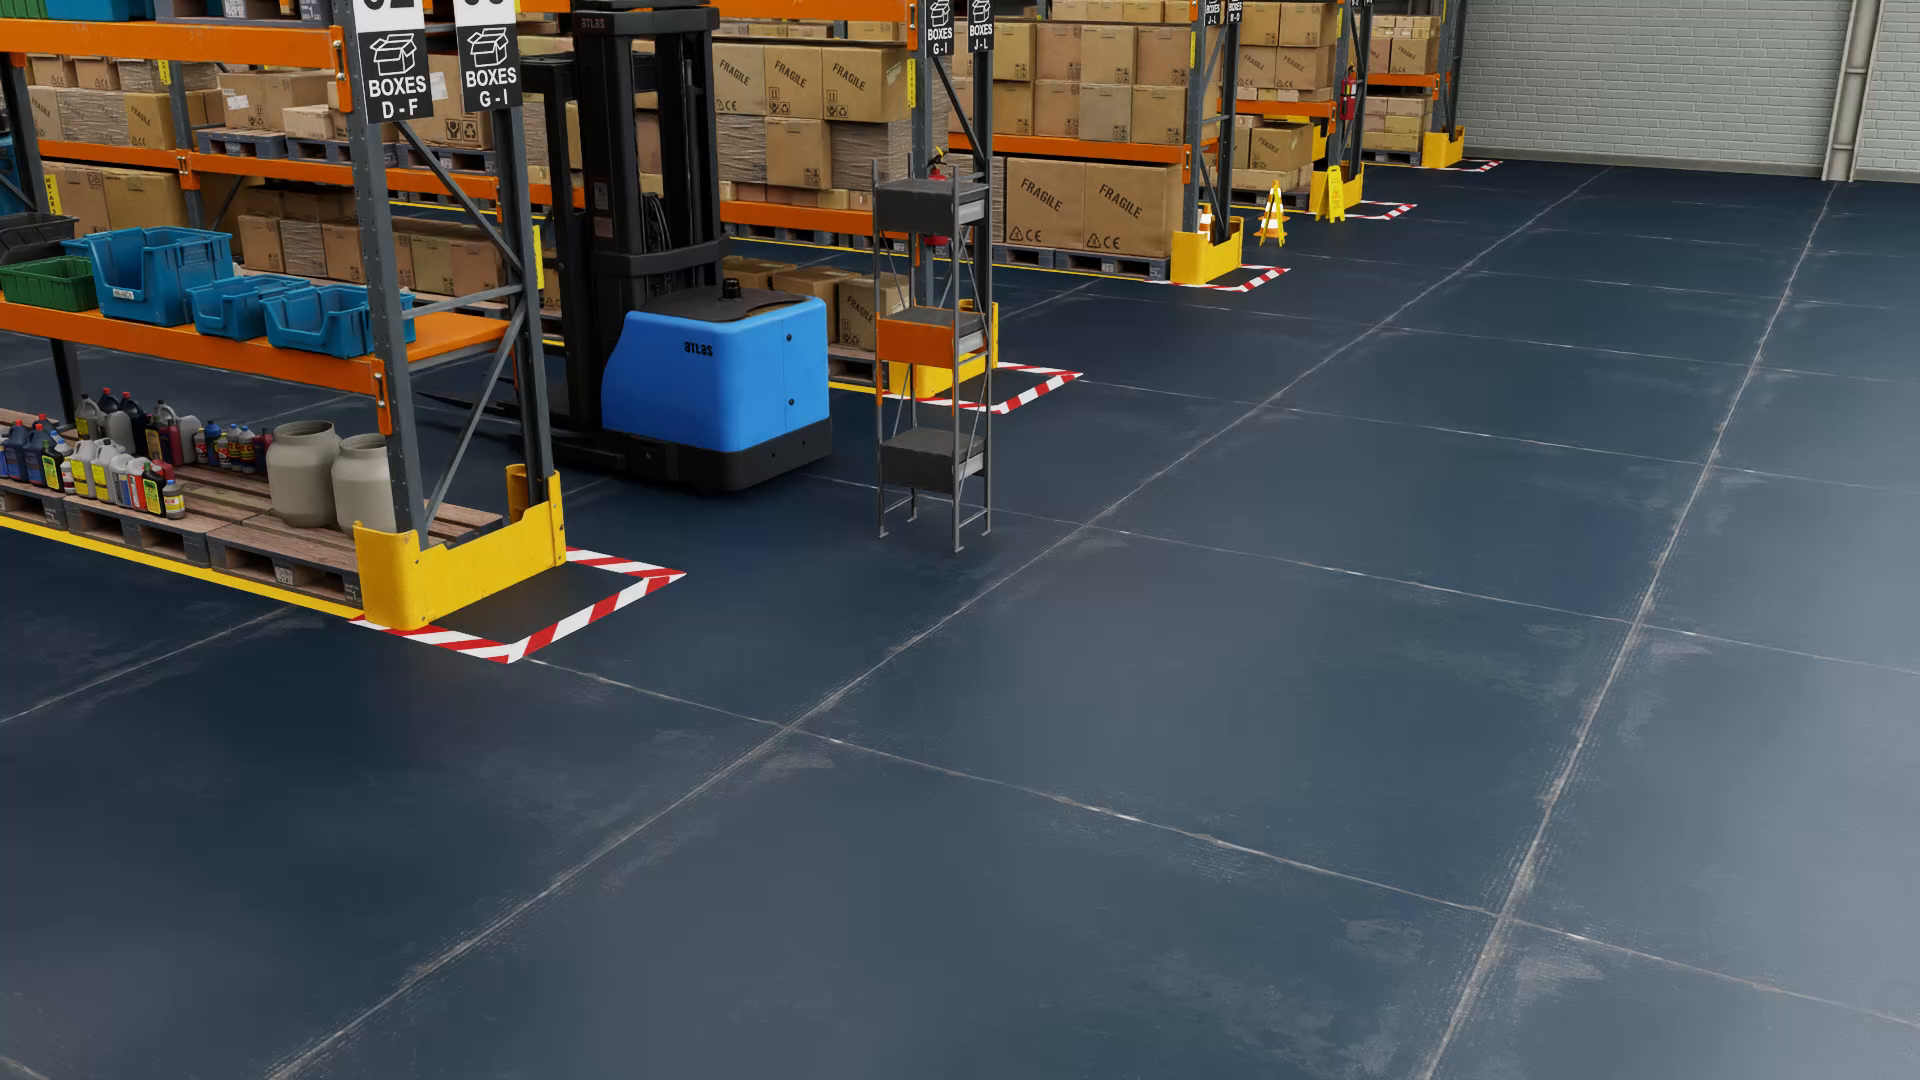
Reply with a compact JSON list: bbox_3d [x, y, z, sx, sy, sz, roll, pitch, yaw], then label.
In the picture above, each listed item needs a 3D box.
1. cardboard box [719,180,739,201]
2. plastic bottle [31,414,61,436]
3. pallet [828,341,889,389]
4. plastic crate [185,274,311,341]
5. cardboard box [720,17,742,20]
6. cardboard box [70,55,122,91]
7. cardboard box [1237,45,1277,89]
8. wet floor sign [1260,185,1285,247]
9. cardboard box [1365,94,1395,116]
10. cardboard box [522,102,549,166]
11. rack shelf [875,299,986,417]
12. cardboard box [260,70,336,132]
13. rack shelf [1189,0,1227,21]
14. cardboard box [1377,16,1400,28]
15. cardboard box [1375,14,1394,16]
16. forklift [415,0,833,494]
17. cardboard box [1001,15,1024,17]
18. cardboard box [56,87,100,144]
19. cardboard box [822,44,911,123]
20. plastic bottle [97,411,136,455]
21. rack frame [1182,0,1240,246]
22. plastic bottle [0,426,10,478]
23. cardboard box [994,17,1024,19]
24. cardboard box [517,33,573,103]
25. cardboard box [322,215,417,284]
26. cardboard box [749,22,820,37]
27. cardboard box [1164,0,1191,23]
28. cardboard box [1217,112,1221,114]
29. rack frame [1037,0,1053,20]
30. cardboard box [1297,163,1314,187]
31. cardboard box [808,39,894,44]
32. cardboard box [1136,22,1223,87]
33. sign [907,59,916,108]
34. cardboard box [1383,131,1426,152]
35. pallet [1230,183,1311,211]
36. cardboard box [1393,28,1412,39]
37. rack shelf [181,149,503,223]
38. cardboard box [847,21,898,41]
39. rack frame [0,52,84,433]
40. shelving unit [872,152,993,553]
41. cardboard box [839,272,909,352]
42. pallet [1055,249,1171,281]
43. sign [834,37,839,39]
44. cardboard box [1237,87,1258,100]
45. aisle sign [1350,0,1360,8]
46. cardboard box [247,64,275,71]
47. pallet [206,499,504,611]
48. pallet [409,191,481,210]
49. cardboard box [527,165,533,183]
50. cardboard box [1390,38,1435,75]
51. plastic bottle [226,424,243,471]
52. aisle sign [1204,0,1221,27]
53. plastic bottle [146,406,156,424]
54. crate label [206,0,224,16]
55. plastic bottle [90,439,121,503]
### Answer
[{"bbox_3d":[-1.758,-2.721,12.835,0.250,0.149,0.380,11,23,27],"label":"cardboard box"},{"bbox_3d":[-5.383,-0.572,9.783,0.185,0.351,0.144,11,23,27],"label":"plastic bottle"},{"bbox_3d":[-0.807,-1.482,13.141,1.213,0.211,1.003,11,23,27],"label":"pallet"},{"bbox_3d":[-3.611,-1.194,8.476,0.408,0.251,0.499,11,23,27],"label":"plastic crate"},{"bbox_3d":[-3.230,-7.523,24.094,0.500,0.500,0.500,11,23,28],"label":"cardboard box"},{"bbox_3d":[-8.230,-4.719,16.359,0.637,0.503,0.797,11,23,29],"label":"cardboard box"},{"bbox_3d":[3.742,-5.865,20.551,0.500,0.500,0.500,11,23,27],"label":"cardboard box"},{"bbox_3d":[3.450,-3.572,18.267,0.232,0.644,0.267,7,21,18],"label":"wet floor sign"},{"bbox_3d":[6.199,-6.505,24.849,0.500,0.250,0.500,11,23,28],"label":"cardboard box"},{"bbox_3d":[-3.178,-3.394,13.739,0.500,0.500,0.875,11,23,27],"label":"cardboard box"},{"bbox_3d":[-0.145,-1.002,9.088,0.480,0.518,0.431,11,23,27],"label":"rack shelf"},{"bbox_3d":[-6.005,-4.069,15.420,0.500,0.500,0.700,15,25,35],"label":"cardboard box"},{"bbox_3d":[0.713,-5.499,16.782,4.000,0.370,1.077,11,23,27],"label":"rack shelf"},{"bbox_3d":[6.315,-7.619,24.436,0.250,0.149,0.380,11,23,28],"label":"cardboard box"},{"bbox_3d":[6.355,-7.813,24.972,0.250,0.149,0.380,11,23,28],"label":"cardboard box"},{"bbox_3d":[-2.336,-2.018,10.630,3.031,2.935,1.130,12,23,31],"label":"forklift"},{"bbox_3d":[0.884,-8.741,27.967,0.250,0.149,0.380,11,23,29],"label":"cardboard box"},{"bbox_3d":[-8.471,-4.190,16.372,0.500,0.500,0.500,10,22,26],"label":"cardboard box"},{"bbox_3d":[-0.649,-3.309,12.041,0.500,0.500,0.500,11,23,27],"label":"cardboard box"},{"bbox_3d":[-5.136,-0.650,10.108,0.135,0.276,0.152,11,23,27],"label":"plastic bottle"},{"bbox_3d":[2.459,-4.095,16.254,0.127,3.000,1.000,11,23,27],"label":"rack frame"},{"bbox_3d":[-5.596,-0.523,9.756,0.135,0.276,0.152,12,23,29],"label":"plastic bottle"},{"bbox_3d":[0.586,-6.881,22.737,0.500,0.500,0.500,11,23,27],"label":"cardboard box"},{"bbox_3d":[-3.271,-3.806,13.410,0.500,0.500,0.500,11,23,27],"label":"cardboard box"},{"bbox_3d":[-5.449,-2.711,15.460,0.500,0.500,0.700,13,24,32],"label":"cardboard box"},{"bbox_3d":[-1.920,-5.442,18.357,0.500,0.500,0.700,10,22,26],"label":"cardboard box"},{"bbox_3d":[2.931,-6.527,20.910,0.500,0.500,0.700,11,22,27],"label":"cardboard box"},{"bbox_3d":[3.158,-5.331,21.028,0.250,0.149,0.380,12,23,30],"label":"cardboard box"},{"bbox_3d":[1.293,-6.250,22.197,0.127,3.000,1.000,11,23,27],"label":"rack frame"},{"bbox_3d":[4.215,-4.706,21.357,0.500,0.250,0.500,11,22,27],"label":"cardboard box"},{"bbox_3d":[-0.829,-3.549,12.702,0.500,0.500,0.500,11,23,27],"label":"cardboard box"},{"bbox_3d":[2.154,-4.746,16.246,0.550,0.550,0.875,11,23,27],"label":"cardboard box"},{"bbox_3d":[-0.336,-3.166,11.532,0.005,0.325,0.100,11,23,27],"label":"sign"},{"bbox_3d":[6.638,-5.952,24.791,0.500,0.250,0.500,11,23,28],"label":"cardboard box"},{"bbox_3d":[4.026,-4.432,21.275,1.213,0.211,1.003,11,23,27],"label":"pallet"},{"bbox_3d":[6.525,-7.423,24.332,0.250,0.149,0.380,11,23,28],"label":"cardboard box"},{"bbox_3d":[-5.286,-3.294,15.103,4.000,0.370,1.077,11,23,27],"label":"rack shelf"},{"bbox_3d":[-0.728,-5.266,17.681,0.550,0.550,0.875,11,23,27],"label":"cardboard box"},{"bbox_3d":[-5.956,-1.825,9.999,0.127,3.000,1.000,11,23,27],"label":"rack frame"},{"bbox_3d":[-0.145,-1.015,9.083,0.503,2.100,0.431,11,23,27],"label":"shelving unit"},{"bbox_3d":[-0.585,-1.766,12.884,0.500,0.500,0.500,16,25,37],"label":"cardboard box"},{"bbox_3d":[1.723,-2.893,17.032,1.213,0.211,1.003,11,23,27],"label":"pallet"},{"bbox_3d":[-1.289,-5.104,17.454,0.005,0.325,0.100,11,23,27],"label":"sign"},{"bbox_3d":[3.626,-5.557,20.655,0.250,0.149,0.380,11,23,28],"label":"cardboard box"},{"bbox_3d":[4.697,-6.710,19.653,0.004,0.787,0.394,11,23,27],"label":"aisle sign"},{"bbox_3d":[-9.030,-6.360,21.917,0.500,0.500,0.500,10,22,26],"label":"cardboard box"},{"bbox_3d":[-3.260,0.015,9.013,1.213,0.211,1.003,11,23,27],"label":"pallet"},{"bbox_3d":[-6.268,-4.448,21.317,1.213,0.211,1.003,11,23,27],"label":"pallet"},{"bbox_3d":[-3.499,-3.057,13.761,0.250,0.149,0.380,11,23,27],"label":"cardboard box"},{"bbox_3d":[6.645,-7.114,24.431,0.500,0.500,0.500,10,22,26],"label":"cardboard box"},{"bbox_3d":[-4.281,-0.552,9.845,0.097,0.271,0.097,0,20,0],"label":"plastic bottle"},{"bbox_3d":[2.375,-5.215,15.532,0.004,0.787,0.394,11,23,27],"label":"aisle sign"},{"bbox_3d":[-4.923,-0.687,10.200,0.133,0.283,0.061,13,23,31],"label":"plastic bottle"},{"bbox_3d":[-3.937,-2.910,8.808,0.408,0.251,0.502,11,23,27],"label":"crate label"},{"bbox_3d":[-4.755,-0.396,9.298,0.185,0.351,0.144,12,23,30],"label":"plastic bottle"}]
